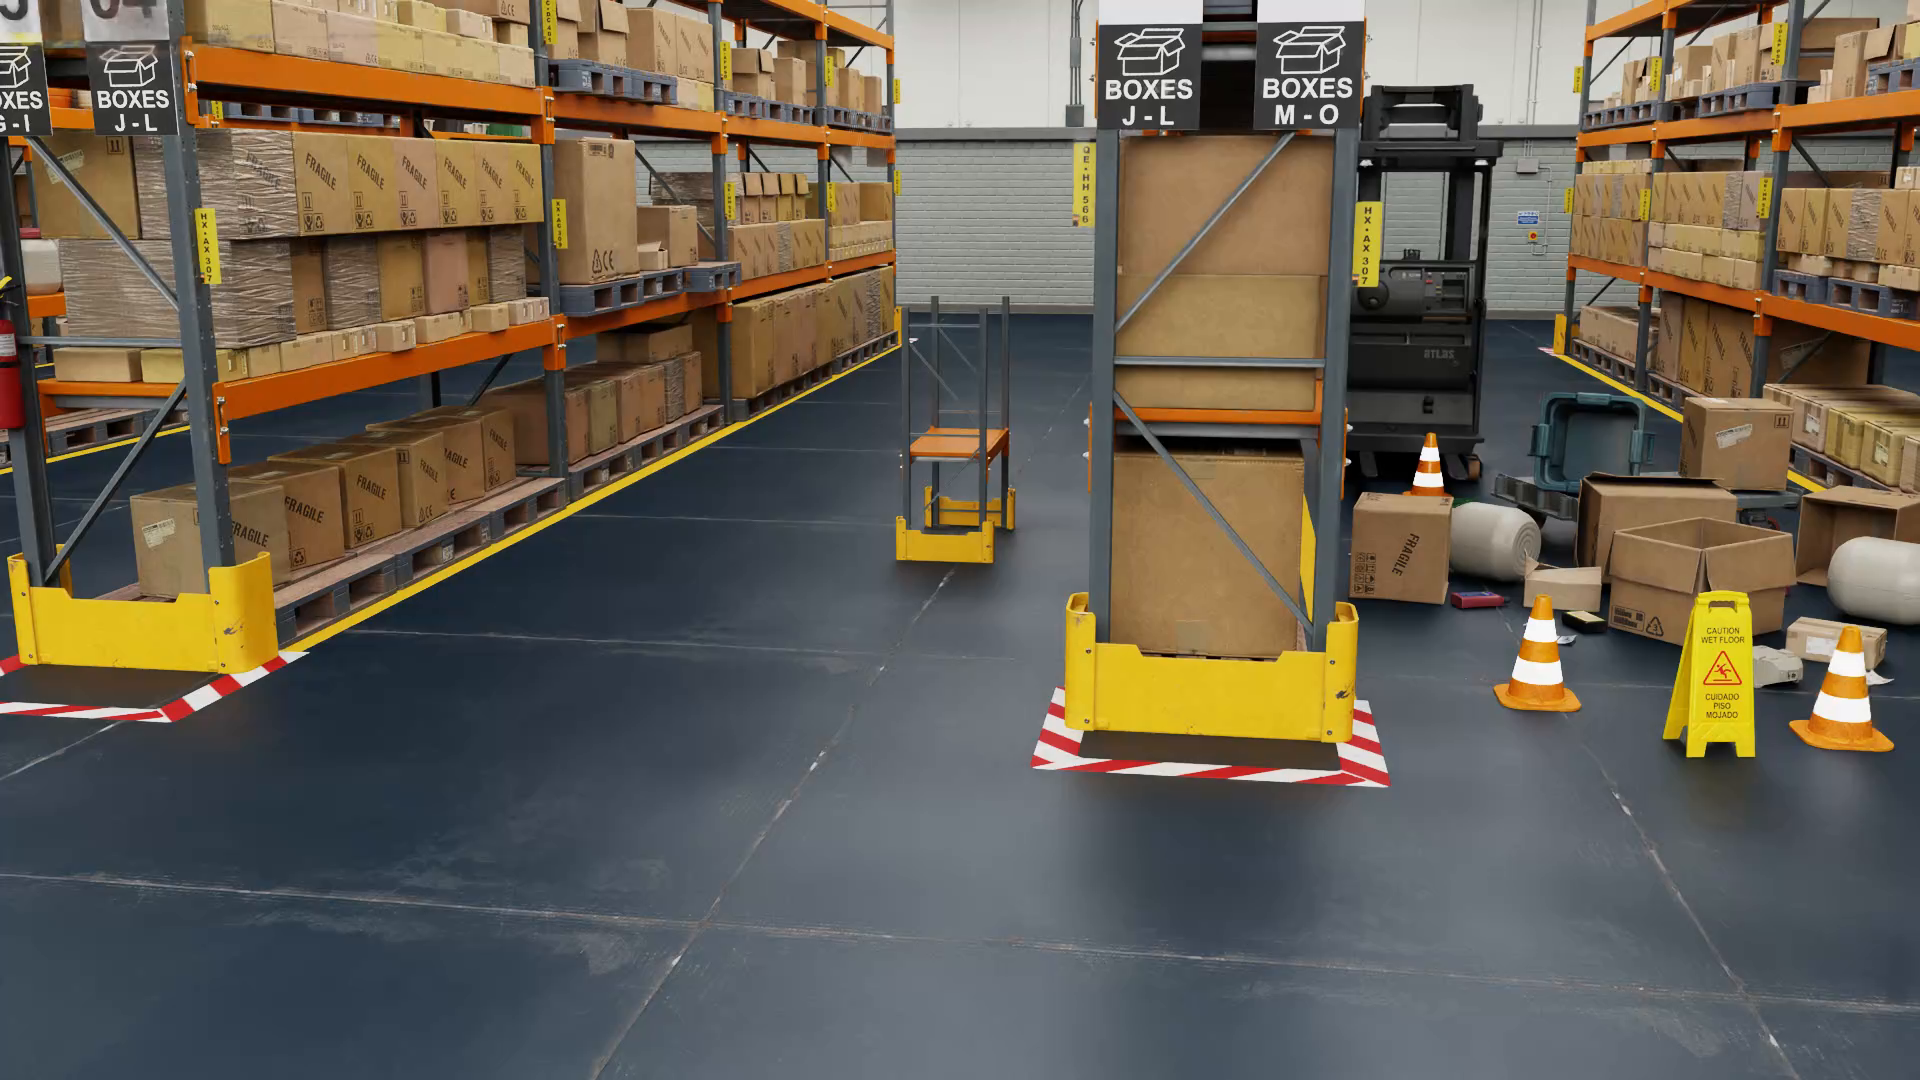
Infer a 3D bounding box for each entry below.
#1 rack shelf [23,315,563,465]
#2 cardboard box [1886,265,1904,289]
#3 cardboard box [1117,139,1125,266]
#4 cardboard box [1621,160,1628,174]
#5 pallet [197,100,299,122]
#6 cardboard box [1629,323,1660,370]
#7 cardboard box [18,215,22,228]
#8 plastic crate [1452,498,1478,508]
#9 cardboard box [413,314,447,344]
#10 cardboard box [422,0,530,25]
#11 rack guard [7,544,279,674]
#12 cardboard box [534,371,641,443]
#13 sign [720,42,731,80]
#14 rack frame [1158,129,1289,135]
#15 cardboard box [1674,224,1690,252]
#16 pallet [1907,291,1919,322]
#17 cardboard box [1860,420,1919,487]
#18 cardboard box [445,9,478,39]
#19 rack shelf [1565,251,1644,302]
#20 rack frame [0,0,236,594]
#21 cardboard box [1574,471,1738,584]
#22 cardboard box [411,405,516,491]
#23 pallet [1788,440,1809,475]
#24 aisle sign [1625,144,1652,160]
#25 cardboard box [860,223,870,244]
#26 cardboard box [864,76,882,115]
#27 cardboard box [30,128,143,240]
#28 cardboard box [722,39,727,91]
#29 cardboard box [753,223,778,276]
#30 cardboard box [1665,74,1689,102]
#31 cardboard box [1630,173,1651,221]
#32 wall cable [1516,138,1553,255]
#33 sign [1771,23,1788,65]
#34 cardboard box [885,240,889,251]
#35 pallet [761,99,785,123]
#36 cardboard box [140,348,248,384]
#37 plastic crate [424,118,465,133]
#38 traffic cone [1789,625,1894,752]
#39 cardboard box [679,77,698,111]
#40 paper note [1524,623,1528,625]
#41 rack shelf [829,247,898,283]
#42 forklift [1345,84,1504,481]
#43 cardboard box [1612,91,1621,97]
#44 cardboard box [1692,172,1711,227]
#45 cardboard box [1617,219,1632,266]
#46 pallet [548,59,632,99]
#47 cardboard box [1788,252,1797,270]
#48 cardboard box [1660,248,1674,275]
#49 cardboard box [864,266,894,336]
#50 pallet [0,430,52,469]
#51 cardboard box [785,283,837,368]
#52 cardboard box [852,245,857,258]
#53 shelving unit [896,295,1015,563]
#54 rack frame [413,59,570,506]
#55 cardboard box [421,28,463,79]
[{"bbox_3d":[-3.543,-0.953,9.503,1.077,0.370,4.000,2,12,9],"label":"rack shelf"},{"bbox_3d":[6.461,-1.761,11.143,0.380,0.149,0.250,2,12,9],"label":"cardboard box"},{"bbox_3d":[1.123,-1.501,7.420,0.875,0.550,0.550,2,12,9],"label":"cardboard box"},{"bbox_3d":[7.779,-4.259,18.983,0.380,0.149,0.250,2,12,7],"label":"cardboard box"},{"bbox_3d":[-7.300,-4.244,16.396,1.003,0.211,1.213,2,12,9],"label":"pallet"},{"bbox_3d":[7.989,-2.145,18.413,0.875,0.438,0.875,2,12,8],"label":"cardboard box"},{"bbox_3d":[-11.970,-3.869,21.091,0.500,0.500,0.500,2,12,10],"label":"cardboard box"},{"bbox_3d":[2.917,-0.114,10.441,0.450,0.188,0.662,-3,8,40],"label":"plastic crate"},{"bbox_3d":[-3.224,-1.232,9.687,0.380,0.149,0.250,2,12,9],"label":"cardboard box"},{"bbox_3d":[-3.053,-3.524,10.476,0.500,0.500,0.500,2,12,7],"label":"cardboard box"},{"bbox_3d":[-3.839,0.318,7.832,1.175,0.500,0.348,2,12,9],"label":"rack guard"},{"bbox_3d":[-2.942,-1.056,13.165,0.700,0.500,0.500,1,12,4],"label":"cardboard box"},{"bbox_3d":[-2.085,-4.255,14.769,0.100,0.325,0.005,2,12,9],"label":"sign"},{"bbox_3d":[1.650,-1.539,10.516,1.000,3.000,0.127,2,12,9],"label":"rack frame"},{"bbox_3d":[7.284,-2.940,16.186,0.500,0.250,0.500,2,12,9],"label":"cardboard box"},{"bbox_3d":[6.818,-1.461,10.606,1.003,0.211,1.213,2,12,9],"label":"pallet"},{"bbox_3d":[6.742,-0.580,11.304,0.950,0.372,0.625,3,12,12],"label":"cardboard box"},{"bbox_3d":[-3.102,-3.066,9.890,0.380,0.149,0.250,1,12,7],"label":"cardboard box"},{"bbox_3d":[8.094,-3.130,19.604,1.077,0.370,4.000,2,12,9],"label":"rack shelf"},{"bbox_3d":[-3.851,-0.888,7.496,1.000,3.000,0.127,2,12,9],"label":"rack frame"},{"bbox_3d":[3.845,-0.056,9.236,0.797,0.637,0.503,2,12,9],"label":"cardboard box"},{"bbox_3d":[-3.337,-0.622,11.198,0.500,0.500,0.500,1,12,7],"label":"cardboard box"},{"bbox_3d":[7.050,-0.707,13.272,1.003,0.211,1.213,2,12,9],"label":"pallet"},{"bbox_3d":[8.719,-5.174,21.210,0.394,0.787,0.004,2,12,9],"label":"aisle sign"},{"bbox_3d":[-1.435,-3.862,20.942,0.500,0.250,0.500,2,12,9],"label":"cardboard box"},{"bbox_3d":[-1.417,-5.878,22.059,0.700,0.500,0.500,1,12,5],"label":"cardboard box"},{"bbox_3d":[-4.010,-1.694,7.917,0.500,0.500,0.500,2,12,9],"label":"cardboard box"},{"bbox_3d":[-2.598,-4.405,15.452,0.797,0.503,0.637,3,12,12],"label":"cardboard box"},{"bbox_3d":[-2.125,-2.909,16.635,0.500,0.500,0.500,2,12,8],"label":"cardboard box"},{"bbox_3d":[7.364,-4.578,16.820,0.396,0.266,0.258,2,12,8],"label":"cardboard box"},{"bbox_3d":[7.586,-3.710,17.978,0.500,0.500,0.500,2,12,8],"label":"cardboard box"},{"bbox_3d":[9.246,-5.584,26.800,0.585,1.953,0.123,2,12,9],"label":"wall cable"},{"bbox_3d":[6.624,-4.010,13.446,0.100,0.325,0.005,2,12,9],"label":"sign"},{"bbox_3d":[-1.158,-3.957,22.332,0.380,0.149,0.250,2,12,9],"label":"cardboard box"},{"bbox_3d":[-2.405,-4.296,16.638,1.003,0.211,1.213,2,12,11],"label":"pallet"},{"bbox_3d":[-3.571,-0.817,7.762,0.380,0.149,0.250,2,12,9],"label":"cardboard box"},{"bbox_3d":[-6.437,-5.199,20.688,0.497,0.269,0.590,2,12,9],"label":"plastic crate"},{"bbox_3d":[3.584,0.576,6.721,0.336,0.463,0.334,2,12,9],"label":"traffic cone"},{"bbox_3d":[-2.514,-3.736,13.945,0.500,0.250,0.500,2,12,8],"label":"cardboard box"},{"bbox_3d":[2.918,0.424,8.502,0.032,0.001,0.123,10,15,38],"label":"paper note"},{"bbox_3d":[-1.698,-3.451,21.094,1.077,0.370,4.000,2,12,9],"label":"rack shelf"},{"bbox_3d":[3.443,-1.958,12.620,1.130,2.935,3.031,3,12,12],"label":"forklift"},{"bbox_3d":[8.422,-5.449,20.657,0.500,0.250,0.500,1,12,3],"label":"cardboard box"},{"bbox_3d":[7.231,-3.202,15.619,0.500,0.500,0.500,2,12,8],"label":"cardboard box"},{"bbox_3d":[7.679,-3.326,18.571,0.500,0.500,0.500,2,12,7],"label":"cardboard box"},{"bbox_3d":[-3.036,-3.221,11.643,1.213,0.211,1.003,2,12,9],"label":"pallet"},{"bbox_3d":[6.938,-2.253,13.429,0.380,0.149,0.250,1,12,5],"label":"cardboard box"},{"bbox_3d":[7.380,-2.801,16.727,0.500,0.250,0.500,2,12,7],"label":"cardboard box"},{"bbox_3d":[-1.410,-3.250,22.500,0.875,0.875,0.875,2,12,9],"label":"cardboard box"},{"bbox_3d":[-8.047,-0.683,13.162,1.003,0.211,1.213,2,12,9],"label":"pallet"},{"bbox_3d":[-2.084,-2.419,18.645,1.225,0.875,0.875,2,12,9],"label":"cardboard box"},{"bbox_3d":[-1.473,-3.532,20.359,0.380,0.149,0.250,2,12,8],"label":"cardboard box"},{"bbox_3d":[-0.012,-0.717,10.262,0.587,1.500,1.083,2,12,9],"label":"shelving unit"},{"bbox_3d":[-3.236,-1.721,11.359,1.000,3.000,0.127,2,12,9],"label":"rack frame"},{"bbox_3d":[-3.212,-2.796,9.584,0.500,0.250,0.500,2,12,8],"label":"cardboard box"}]
